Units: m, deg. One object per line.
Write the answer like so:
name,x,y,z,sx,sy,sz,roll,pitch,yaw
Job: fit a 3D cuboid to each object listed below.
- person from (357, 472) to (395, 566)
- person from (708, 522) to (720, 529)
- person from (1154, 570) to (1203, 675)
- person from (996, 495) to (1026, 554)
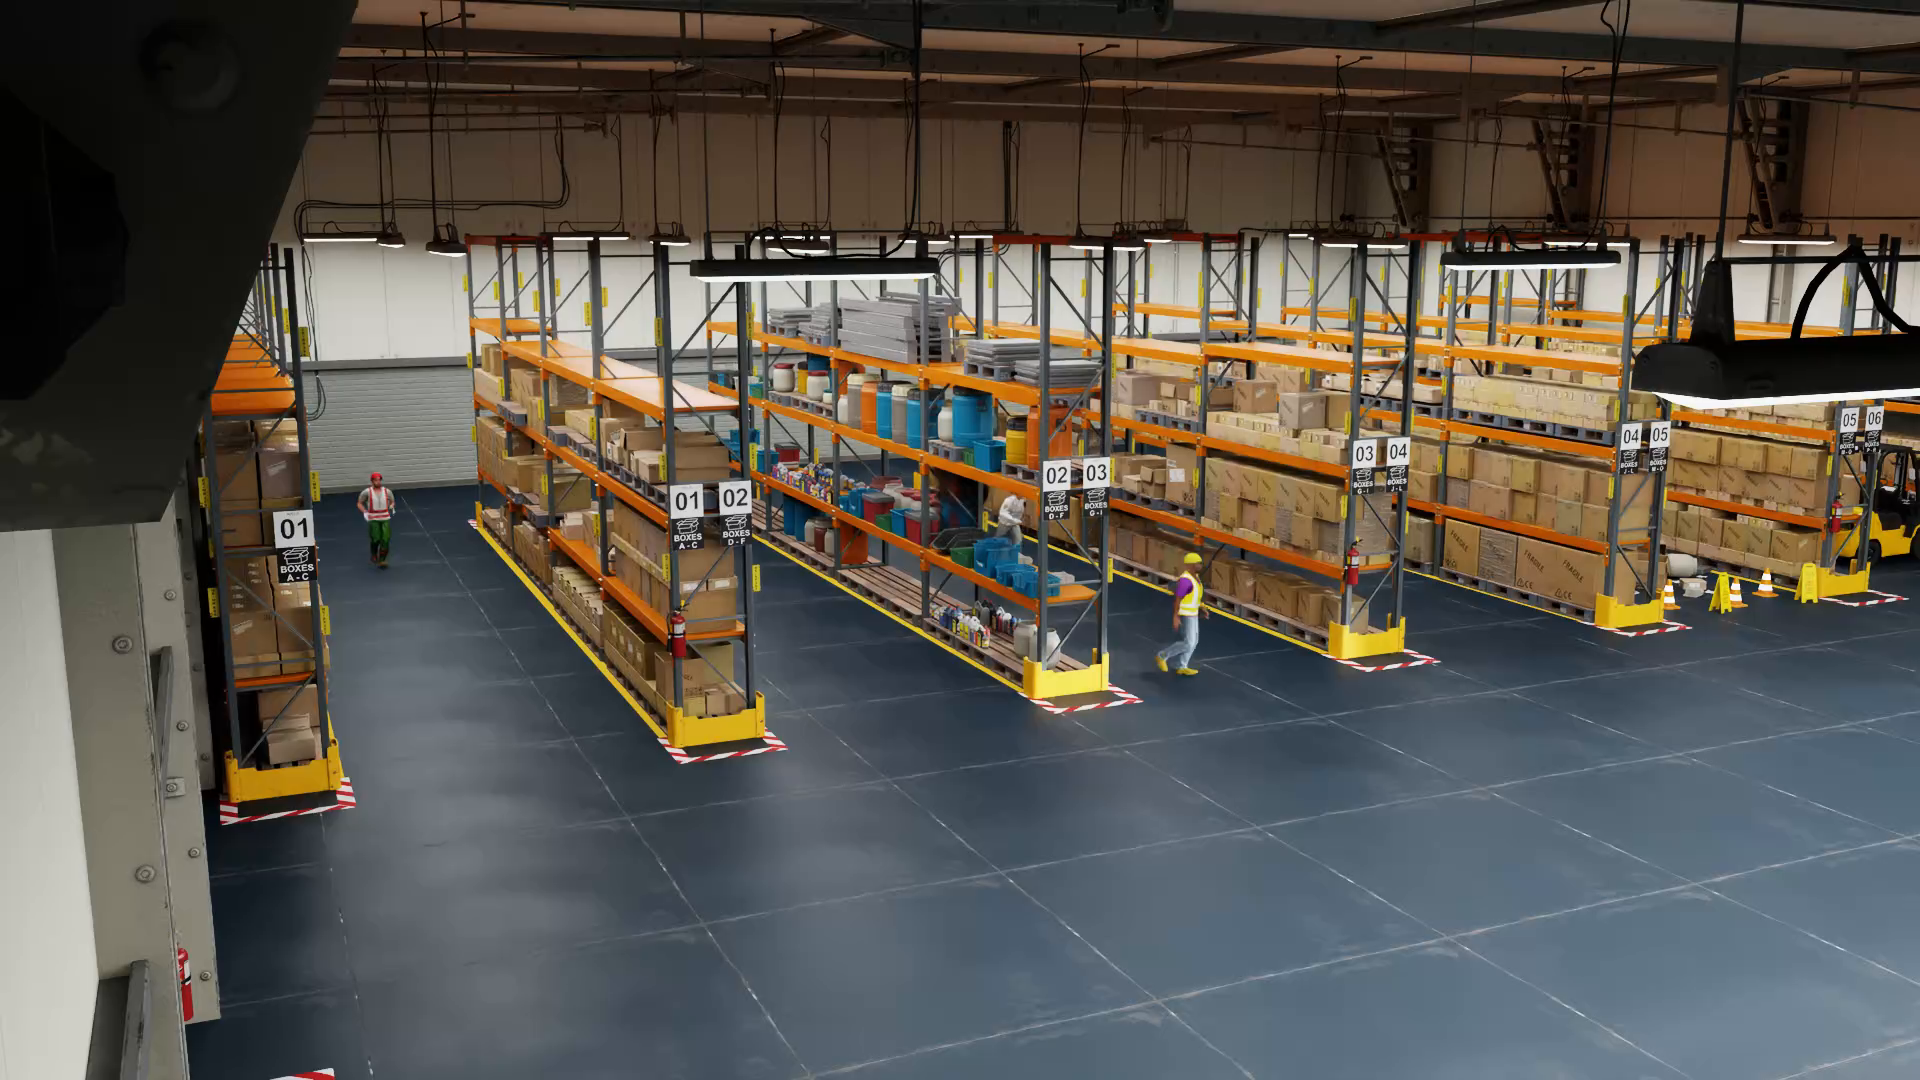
person,-10.626,-0.363,30.401,0.647,1.744,0.592,-7,13,-31
person,-4.847,-0.727,33.202,0.709,1.411,0.959,1,11,7
person,3.066,1.150,23.266,0.599,1.493,0.706,4,12,19
person,0.845,-0.211,28.920,0.917,1.626,0.486,11,15,44
